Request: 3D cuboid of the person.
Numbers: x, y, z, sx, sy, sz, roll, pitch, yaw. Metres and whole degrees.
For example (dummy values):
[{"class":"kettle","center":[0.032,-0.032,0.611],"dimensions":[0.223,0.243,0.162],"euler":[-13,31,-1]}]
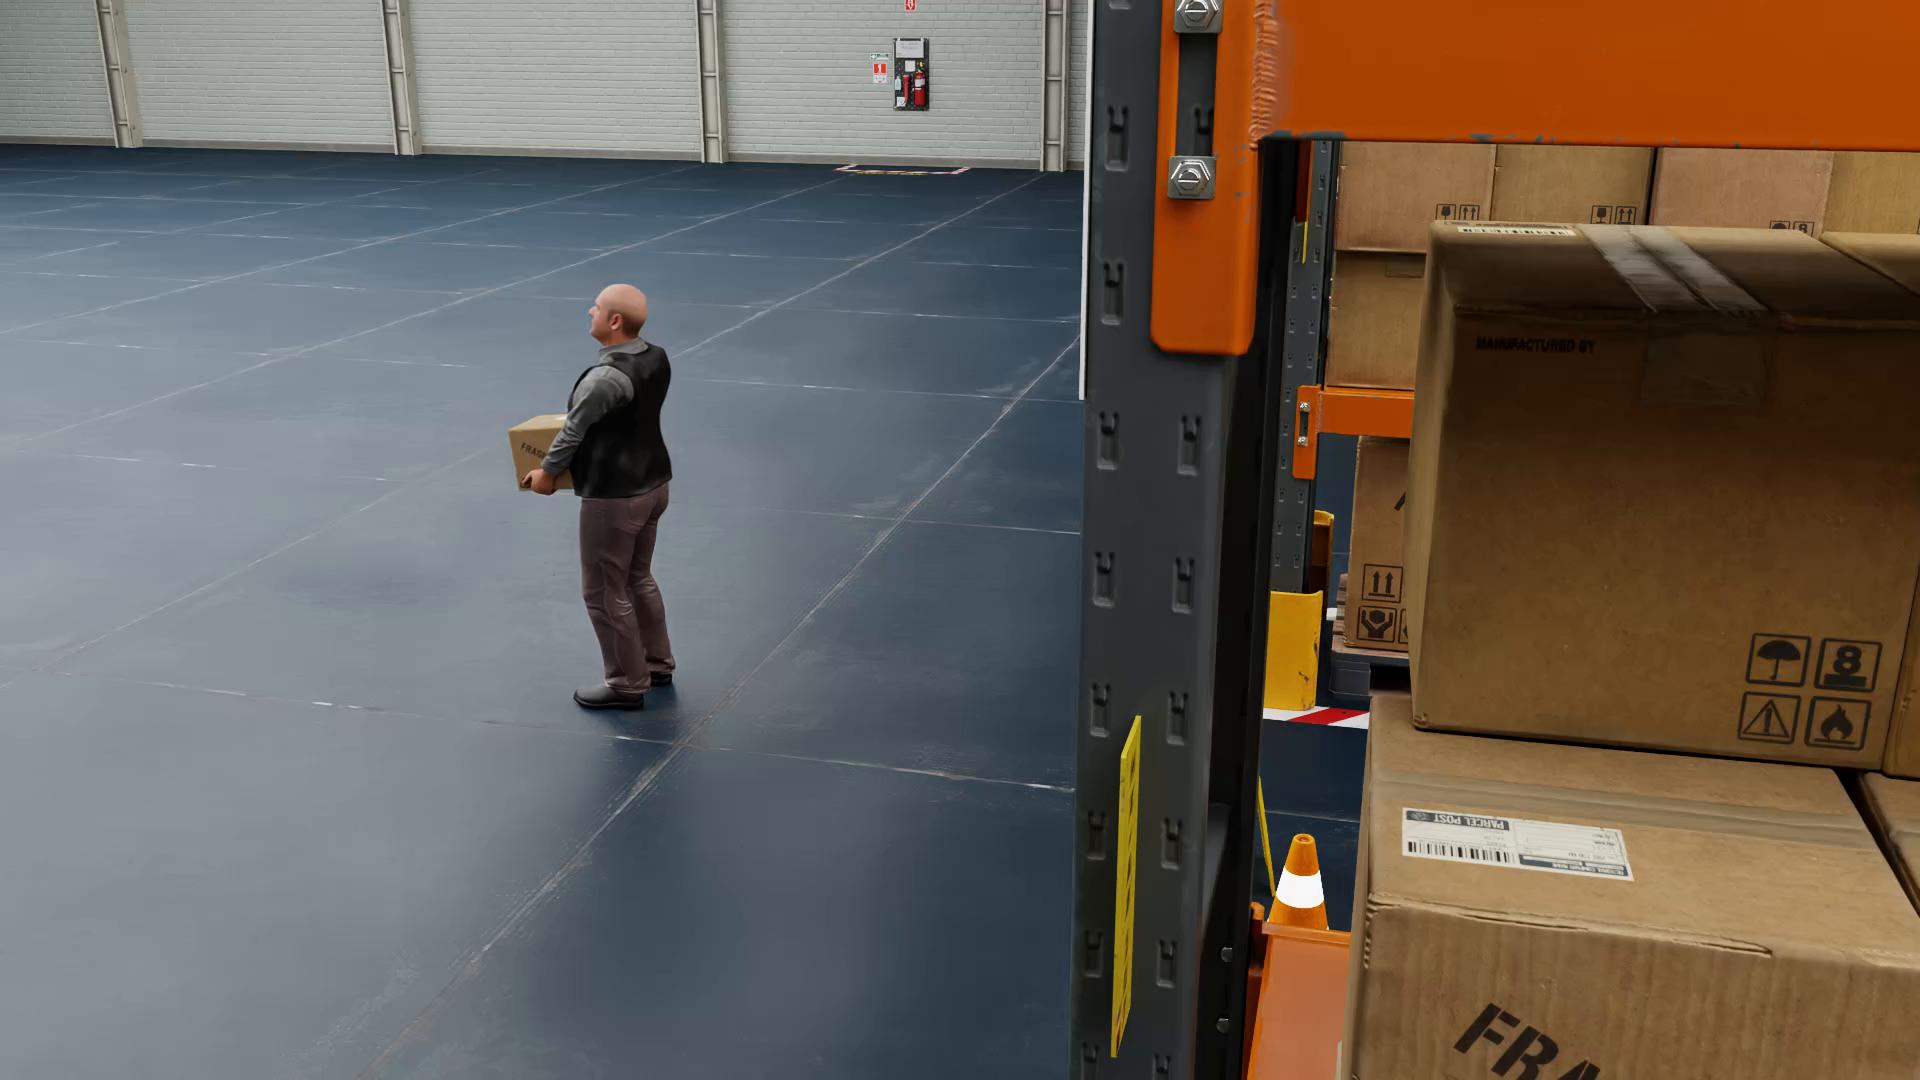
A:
[{"class":"person","center":[-1.441,-0.177,6.651],"dimensions":[0.551,1.711,0.494],"euler":[5,19,14]}]
